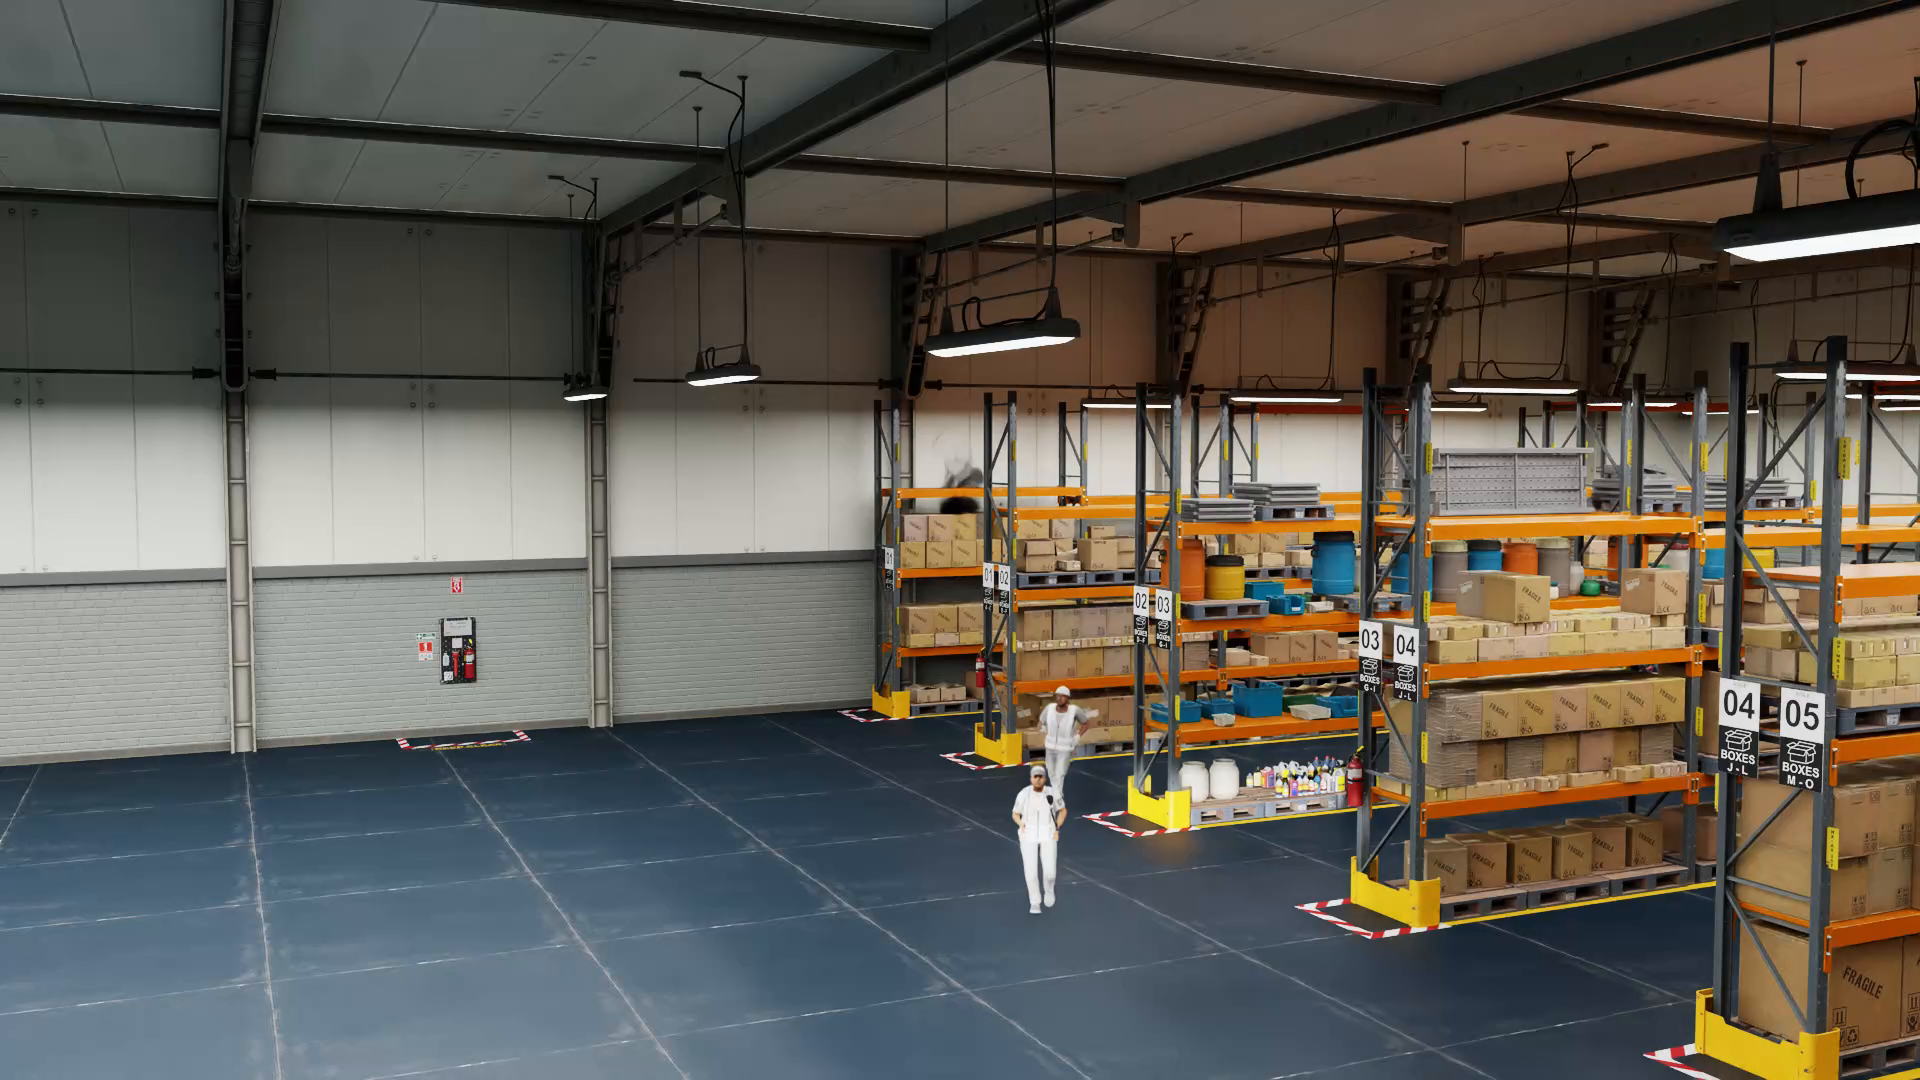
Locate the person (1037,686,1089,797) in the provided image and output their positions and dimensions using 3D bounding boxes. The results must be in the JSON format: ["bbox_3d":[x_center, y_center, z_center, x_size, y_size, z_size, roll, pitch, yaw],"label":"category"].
[{"bbox_3d":[1.405,2.922,23.113,0.686,1.808,0.887,2,4,24],"label":"person"}]

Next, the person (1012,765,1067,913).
[{"bbox_3d":[0.866,3.287,18.240,0.599,1.621,0.557,0,3,5],"label":"person"}]
